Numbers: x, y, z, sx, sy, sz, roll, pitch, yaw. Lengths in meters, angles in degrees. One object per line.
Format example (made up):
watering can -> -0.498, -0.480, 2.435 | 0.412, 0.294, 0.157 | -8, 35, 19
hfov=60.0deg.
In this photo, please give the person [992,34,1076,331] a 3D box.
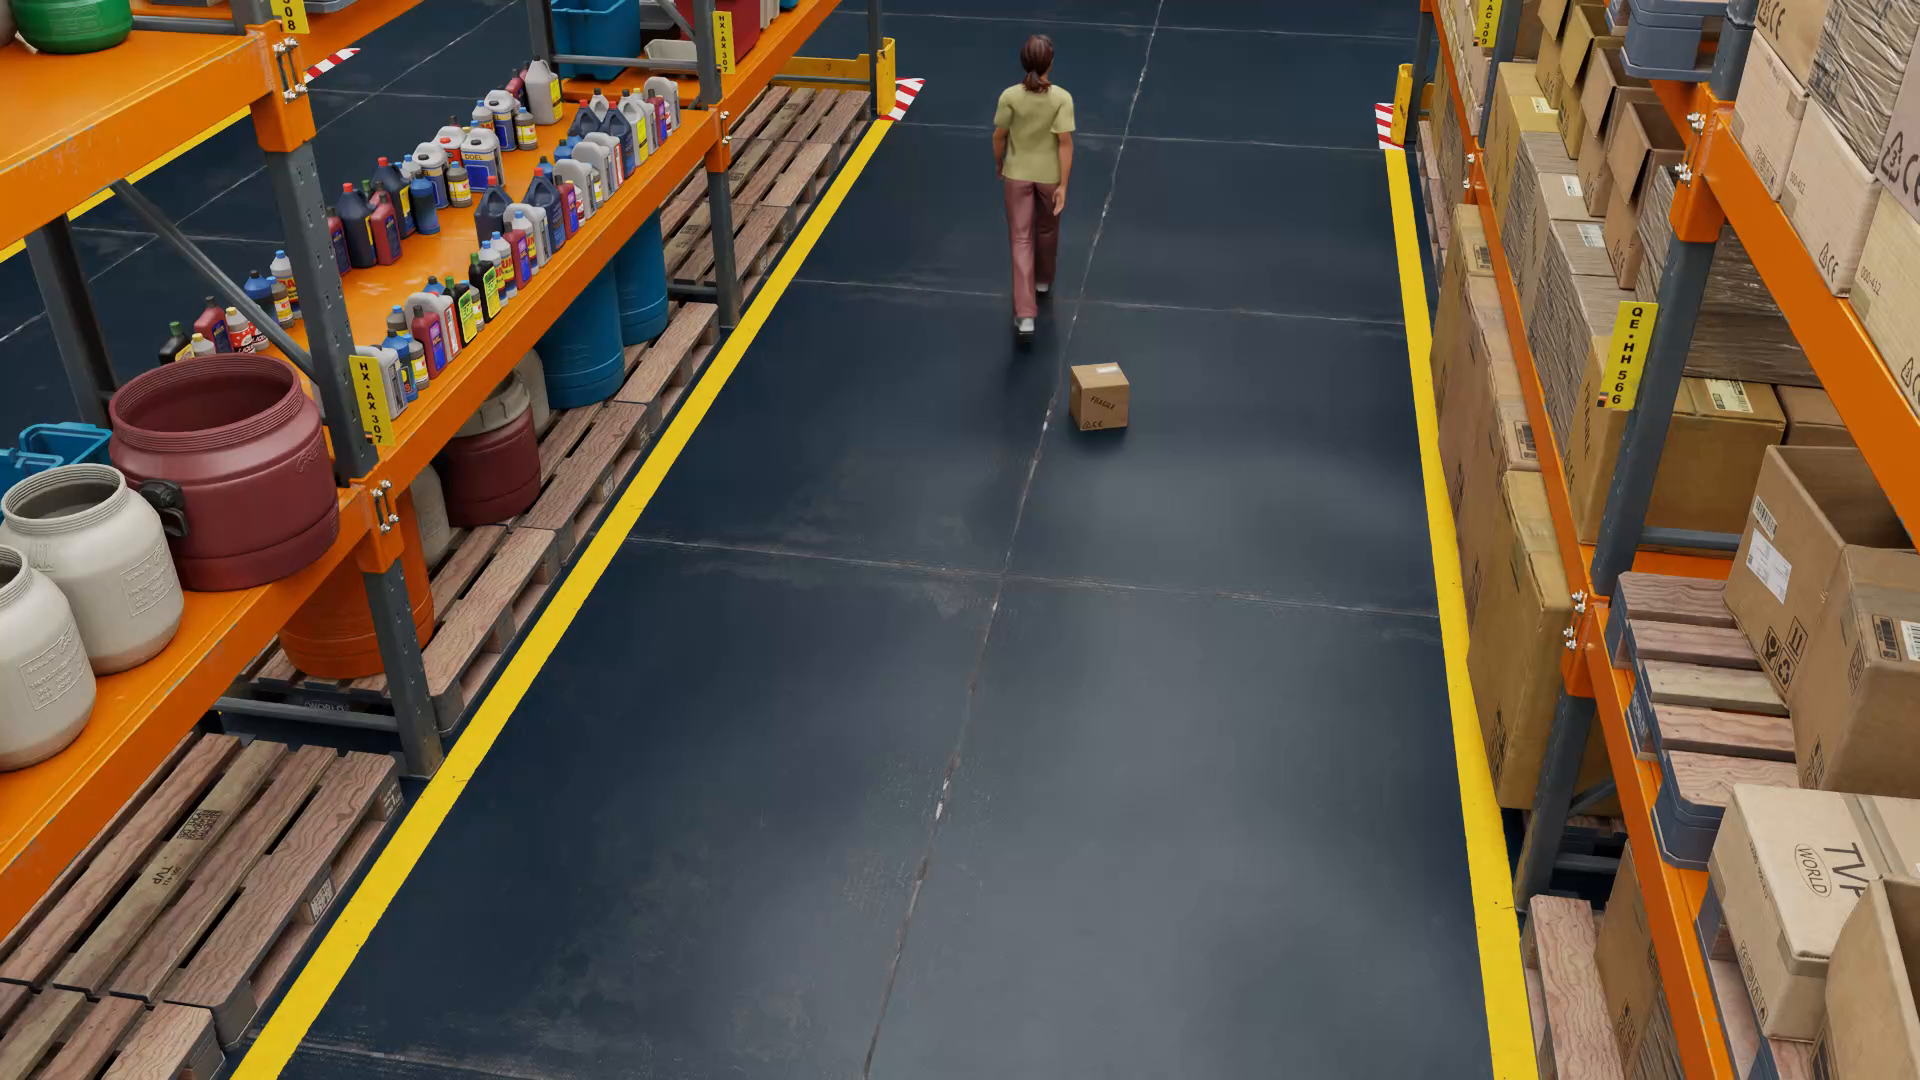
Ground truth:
person -> 0.404, -2.054, 9.360 | 0.450, 1.618, 1.026 | 0, 33, 0
